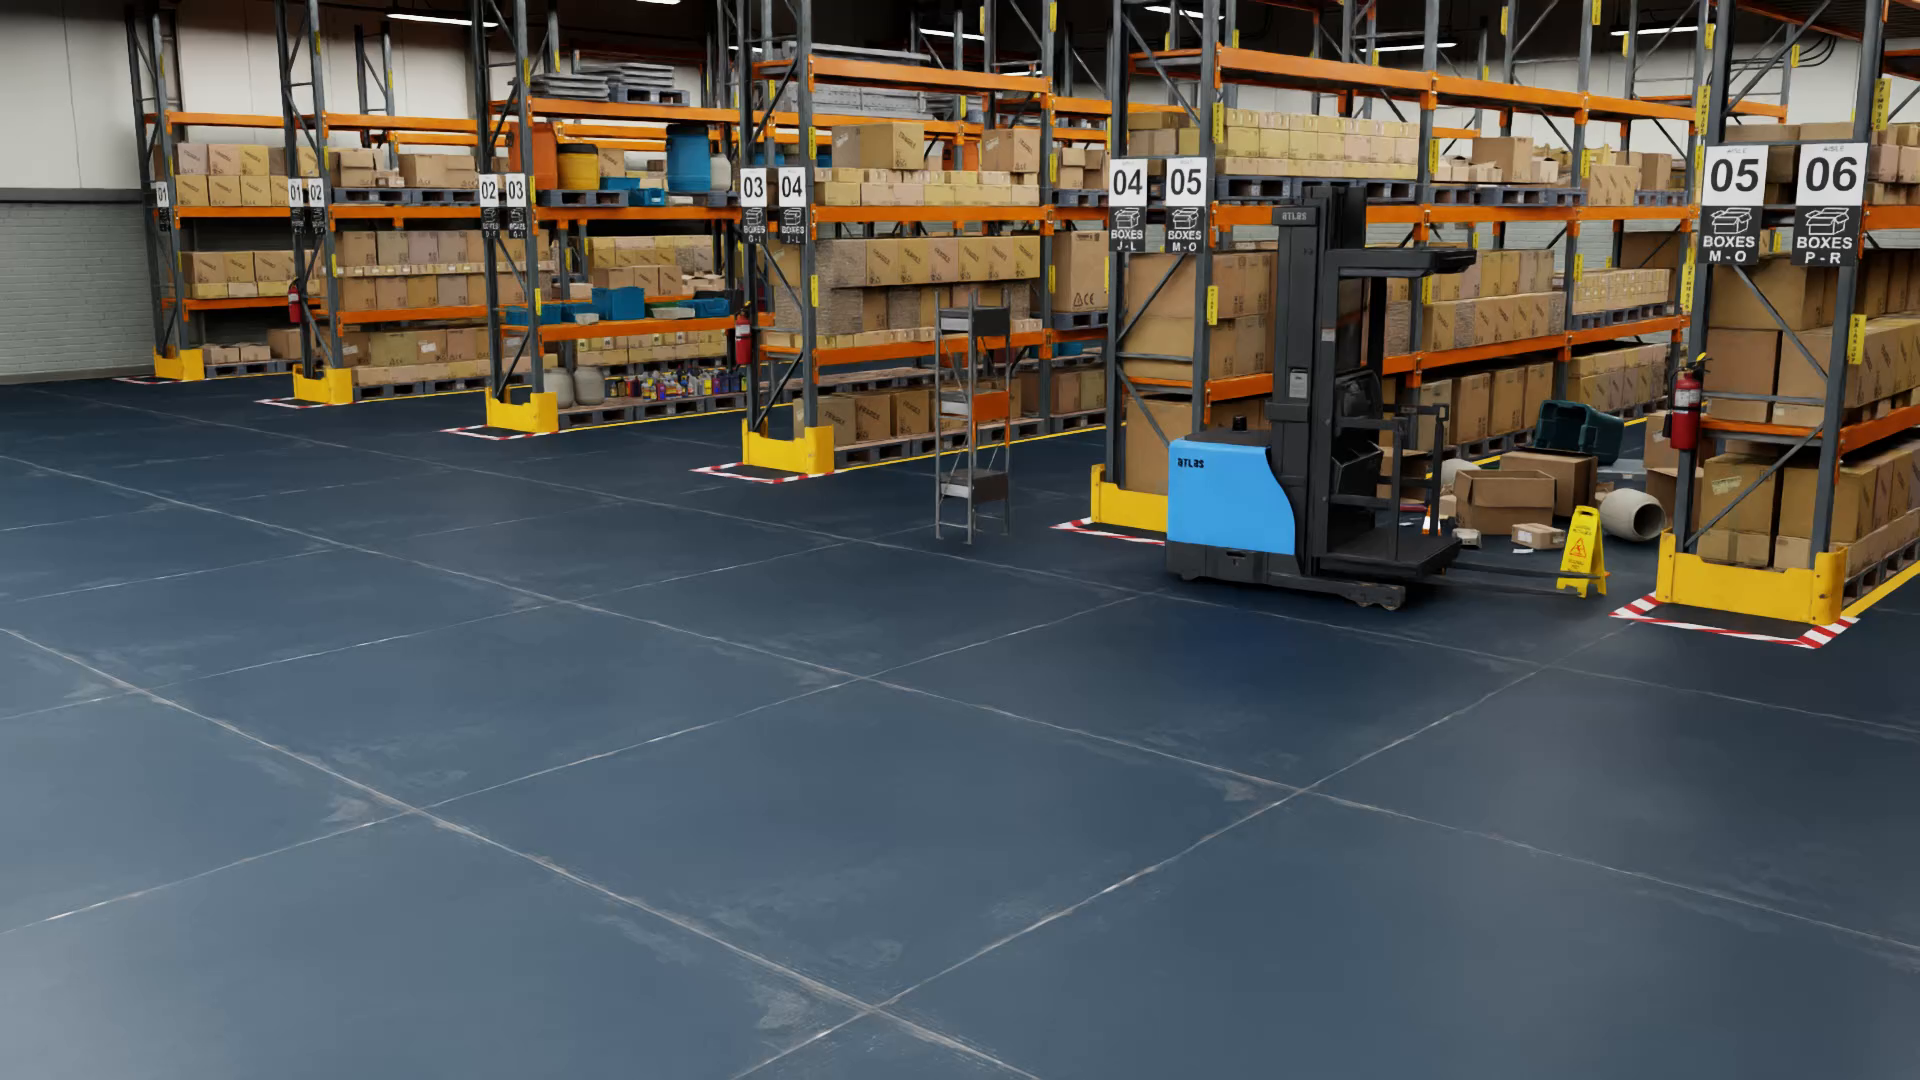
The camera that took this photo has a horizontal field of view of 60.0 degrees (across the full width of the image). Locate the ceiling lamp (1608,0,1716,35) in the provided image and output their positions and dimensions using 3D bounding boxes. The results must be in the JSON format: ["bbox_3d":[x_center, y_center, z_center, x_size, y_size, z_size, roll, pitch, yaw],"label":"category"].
[{"bbox_3d":[12.307,-10.480,28.805,2.000,3.185,0.800,10,15,40],"label":"ceiling lamp"}]

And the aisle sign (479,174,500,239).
[{"bbox_3d":[-5.922,-4.198,20.933,0.394,0.787,0.004,10,15,40],"label":"aisle sign"}]

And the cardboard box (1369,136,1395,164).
[{"bbox_3d":[3.902,-3.805,16.243,0.500,0.250,0.500,10,15,40],"label":"cardboard box"}]

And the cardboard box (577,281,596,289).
[{"bbox_3d":[-6.287,-4.212,27.984,0.396,0.266,0.258,9,15,39],"label":"cardboard box"}]

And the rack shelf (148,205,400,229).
[{"bbox_3d":[-11.773,-5.589,28.712,1.077,0.370,4.000,10,15,40],"label":"rack shelf"}]

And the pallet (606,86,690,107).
[{"bbox_3d":[-4.340,-5.832,21.937,1.003,0.211,1.213,10,15,40],"label":"pallet"}]

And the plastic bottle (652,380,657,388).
[{"bbox_3d":[-4.264,-2.135,23.265,0.097,0.201,0.097,0,11,0],"label":"plastic bottle"}]

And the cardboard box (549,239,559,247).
[{"bbox_3d":[-8.018,-5.881,32.965,0.380,0.149,0.250,7,14,33],"label":"cardboard box"}]

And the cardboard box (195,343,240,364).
[{"bbox_3d":[-12.569,-3.164,28.133,0.500,0.311,0.500,8,14,34],"label":"cardboard box"}]

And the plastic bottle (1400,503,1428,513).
[{"bbox_3d":[4.249,-0.297,15.544,0.283,0.061,0.133,4,12,21],"label":"plastic bottle"}]

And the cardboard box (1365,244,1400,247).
[{"bbox_3d":[6.829,-4.569,27.139,0.500,0.500,0.500,10,15,40],"label":"cardboard box"}]

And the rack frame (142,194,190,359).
[{"bbox_3d":[-13.094,-4.176,27.462,1.000,3.000,0.127,10,15,40],"label":"rack frame"}]

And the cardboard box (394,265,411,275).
[{"bbox_3d":[-8.443,-4.046,24.898,0.380,0.149,0.250,9,15,39],"label":"cardboard box"}]

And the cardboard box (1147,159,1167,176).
[{"bbox_3d":[1.693,-3.294,14.701,0.380,0.149,0.250,10,15,40],"label":"cardboard box"}]

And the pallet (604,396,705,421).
[{"bbox_3d":[-4.291,-1.843,22.898,1.003,0.211,1.213,10,15,40],"label":"pallet"}]

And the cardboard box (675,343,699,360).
[{"bbox_3d":[-4.925,-3.312,29.083,0.500,0.250,0.500,10,15,42],"label":"cardboard box"}]

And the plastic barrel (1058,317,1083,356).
[{"bbox_3d":[1.898,-3.760,29.663,0.600,0.901,0.708,10,15,40],"label":"plastic barrel"}]

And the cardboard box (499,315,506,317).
[{"bbox_3d":[-9.008,-4.446,32.157,0.500,0.250,0.500,10,15,40],"label":"cardboard box"}]

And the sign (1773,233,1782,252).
[{"bbox_3d":[12.693,-4.601,25.825,0.100,0.325,0.005,10,15,40],"label":"sign"}]

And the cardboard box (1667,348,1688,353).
[{"bbox_3d":[11.043,-2.856,25.539,0.380,0.149,0.250,11,15,43],"label":"cardboard box"}]

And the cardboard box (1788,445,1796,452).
[{"bbox_3d":[6.206,-0.768,12.775,0.380,0.149,0.250,10,15,41],"label":"cardboard box"}]

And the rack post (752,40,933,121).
[{"bbox_3d":[-1.776,-6.824,24.894,1.013,1.000,3.121,10,15,40],"label":"rack post"}]

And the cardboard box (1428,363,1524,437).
[{"bbox_3d":[5.965,-1.671,19.593,1.050,0.750,0.750,10,15,41],"label":"cardboard box"}]

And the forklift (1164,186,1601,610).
[{"bbox_3d":[3.081,-1.061,12.040,3.031,2.935,1.130,7,13,31],"label":"forklift"}]

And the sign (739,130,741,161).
[{"bbox_3d":[-2.335,-4.235,17.836,0.100,0.325,0.005,10,15,40],"label":"sign"}]

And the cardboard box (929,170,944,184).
[{"bbox_3d":[-0.399,-4.128,18.929,0.380,0.149,0.250,9,14,38],"label":"cardboard box"}]

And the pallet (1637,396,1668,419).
[{"bbox_3d":[9.136,-1.882,23.095,1.003,0.211,1.213,10,15,40],"label":"pallet"}]

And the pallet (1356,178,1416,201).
[{"bbox_3d":[3.820,-3.496,16.623,1.003,0.211,1.213,10,15,40],"label":"pallet"}]

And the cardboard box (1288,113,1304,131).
[{"bbox_3d":[2.859,-3.750,14.947,0.380,0.149,0.250,9,15,39],"label":"cardboard box"}]

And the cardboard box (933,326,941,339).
[{"bbox_3d":[-0.436,-2.405,19.235,0.380,0.149,0.250,10,15,40],"label":"cardboard box"}]

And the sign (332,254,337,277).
[{"bbox_3d":[-8.957,-3.927,23.802,0.100,0.325,0.005,10,15,40],"label":"sign"}]

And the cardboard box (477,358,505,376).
[{"bbox_3d":[-7.528,-2.738,26.210,0.500,0.250,0.500,10,15,40],"label":"cardboard box"}]

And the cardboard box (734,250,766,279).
[{"bbox_3d":[-3.758,-5.075,30.637,0.700,0.500,0.500,4,12,21],"label":"cardboard box"}]

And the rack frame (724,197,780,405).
[{"bbox_3d":[-3.011,-3.484,23.995,1.000,3.000,0.127,10,15,40],"label":"rack frame"}]

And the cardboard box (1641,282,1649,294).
[{"bbox_3d":[9.019,-3.393,22.350,0.380,0.149,0.250,9,14,39],"label":"cardboard box"}]

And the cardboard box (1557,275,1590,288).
[{"bbox_3d":[7.635,-3.233,20.790,0.380,0.149,0.250,9,15,39],"label":"cardboard box"}]

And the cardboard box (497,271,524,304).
[{"bbox_3d":[-7.361,-4.029,26.471,0.700,0.500,0.500,10,15,40],"label":"cardboard box"}]

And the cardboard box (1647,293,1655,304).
[{"bbox_3d":[9.199,-3.288,22.585,0.380,0.149,0.250,10,15,40],"label":"cardboard box"}]

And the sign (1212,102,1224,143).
[{"bbox_3d":[2.141,-3.465,13.806,0.100,0.325,0.005,10,15,40],"label":"sign"}]

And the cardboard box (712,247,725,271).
[{"bbox_3d":[-5.288,-6.046,35.757,0.500,0.500,0.500,9,15,39],"label":"cardboard box"}]

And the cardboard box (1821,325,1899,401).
[{"bbox_3d":[6.373,-1.279,11.942,0.500,0.500,0.500,10,15,42],"label":"cardboard box"}]

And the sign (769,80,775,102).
[{"bbox_3d":[-2.605,-6.250,23.064,0.100,0.325,0.005,10,15,40],"label":"sign"}]

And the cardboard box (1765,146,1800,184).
[{"bbox_3d":[5.648,-2.627,11.671,0.500,0.250,0.500,10,15,40],"label":"cardboard box"}]

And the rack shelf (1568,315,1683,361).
[{"bbox_3d":[8.329,-2.717,21.994,1.077,0.370,4.000,10,15,40],"label":"rack shelf"}]

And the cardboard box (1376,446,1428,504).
[{"bbox_3d":[4.114,-0.602,15.941,0.500,0.500,0.500,-9,14,-38],"label":"cardboard box"}]

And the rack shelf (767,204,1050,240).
[{"bbox_3d":[-0.611,-3.667,19.092,1.077,0.370,4.000,10,15,40],"label":"rack shelf"}]

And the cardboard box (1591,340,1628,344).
[{"bbox_3d":[8.963,-2.638,23.154,0.500,0.250,0.500,9,14,38],"label":"cardboard box"}]

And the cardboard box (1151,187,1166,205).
[{"bbox_3d":[2.569,-4.579,22.205,0.500,0.250,0.500,10,15,42],"label":"cardboard box"}]

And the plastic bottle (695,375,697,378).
[{"bbox_3d":[-3.654,-2.169,23.225,0.061,0.283,0.133,10,15,40],"label":"plastic bottle"}]

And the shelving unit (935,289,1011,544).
[{"bbox_3d":[0.109,-1.054,14.127,0.431,2.100,0.503,10,15,40],"label":"shelving unit"}]

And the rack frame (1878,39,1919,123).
[{"bbox_3d":[8.153,-4.504,13.786,1.000,3.000,0.127,10,15,40],"label":"rack frame"}]

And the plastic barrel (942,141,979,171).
[{"bbox_3d":[0.006,-6.043,26.981,0.600,0.830,0.708,10,15,40],"label":"plastic barrel"}]

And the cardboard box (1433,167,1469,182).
[{"bbox_3d":[5.239,-3.910,17.787,0.250,0.149,0.380,10,15,40],"label":"cardboard box"}]

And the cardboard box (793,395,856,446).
[{"bbox_3d":[-1.506,-1.325,18.495,0.500,0.500,0.500,-9,14,-37],"label":"cardboard box"}]
